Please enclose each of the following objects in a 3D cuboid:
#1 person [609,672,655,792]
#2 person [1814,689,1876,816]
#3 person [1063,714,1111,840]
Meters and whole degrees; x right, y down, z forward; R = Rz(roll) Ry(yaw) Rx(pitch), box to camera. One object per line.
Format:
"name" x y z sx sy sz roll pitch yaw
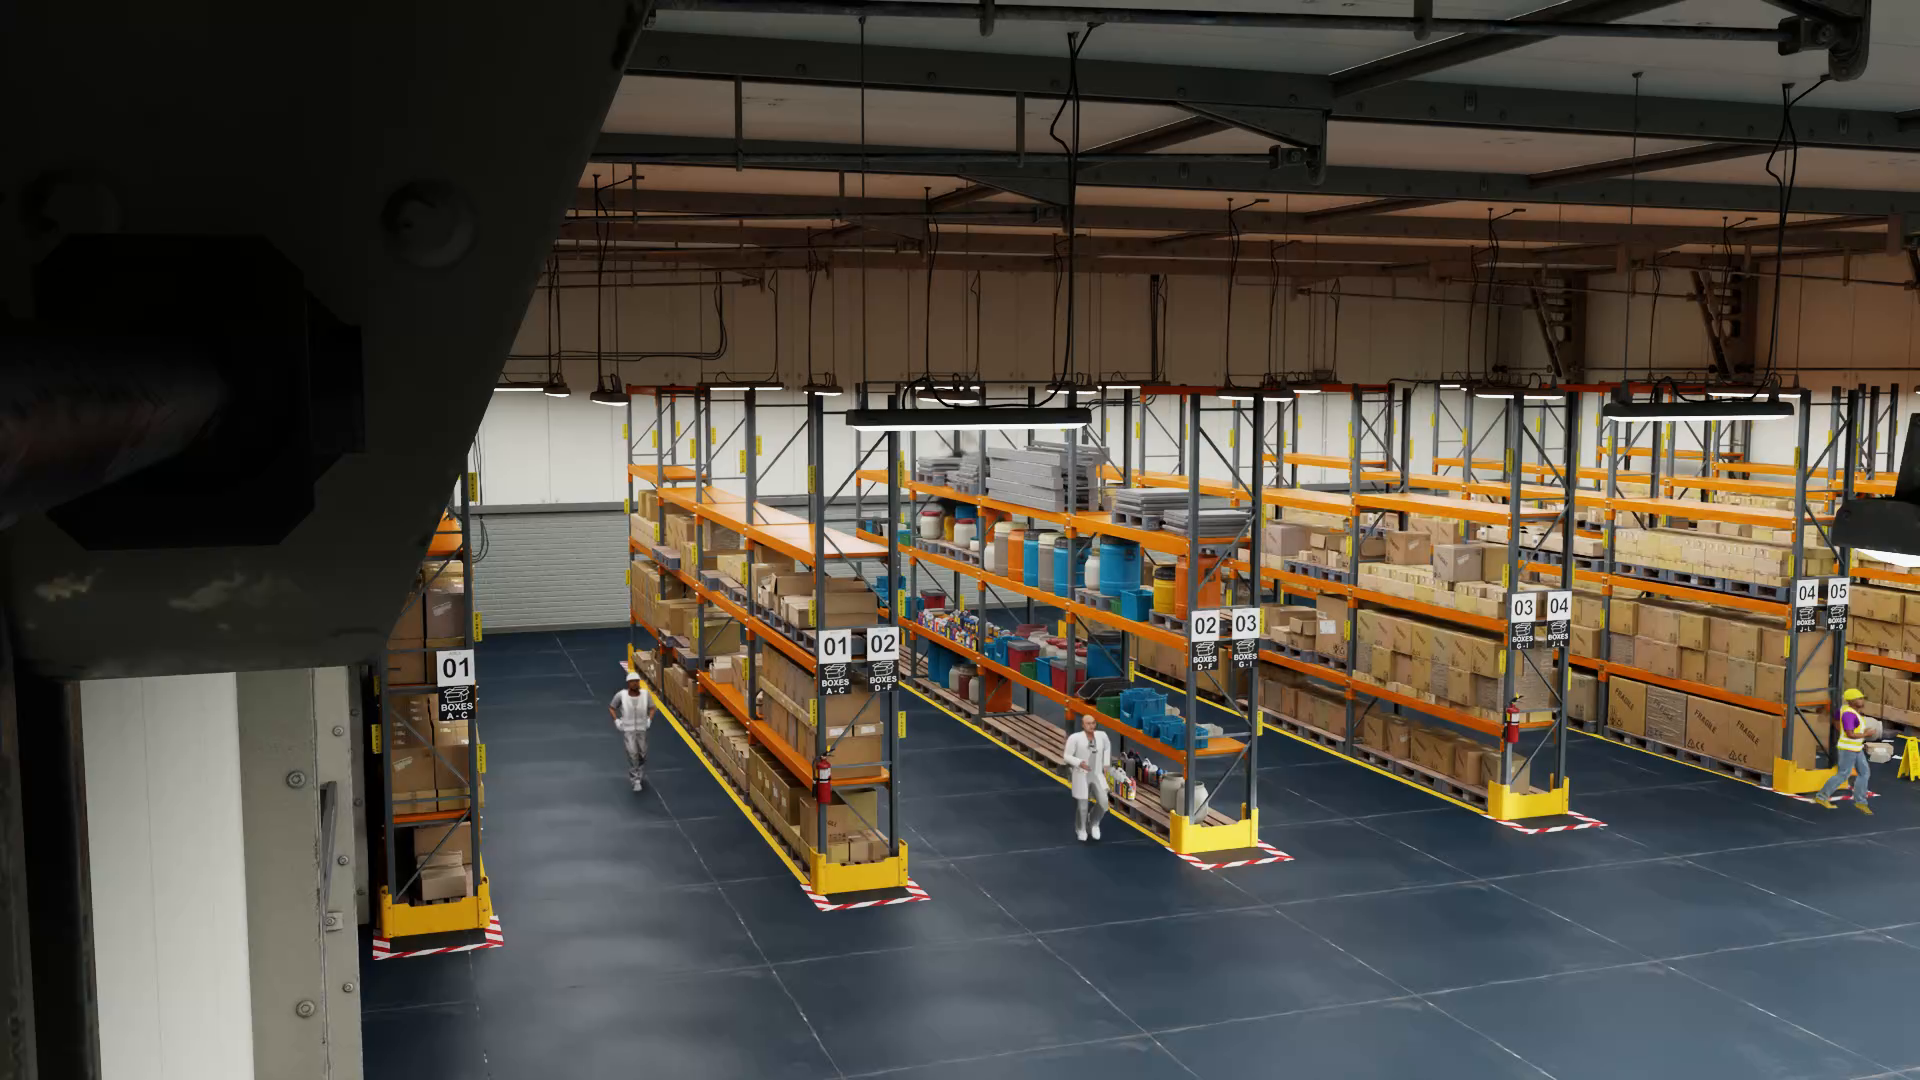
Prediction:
"person" -4.938 2.865 25.127 0.690 1.761 0.733 -2 6 -21
"person" 12.619 3.018 23.634 0.766 1.843 0.692 4 7 33
"person" 1.727 3.179 22.196 0.727 1.734 0.792 -1 6 -13
